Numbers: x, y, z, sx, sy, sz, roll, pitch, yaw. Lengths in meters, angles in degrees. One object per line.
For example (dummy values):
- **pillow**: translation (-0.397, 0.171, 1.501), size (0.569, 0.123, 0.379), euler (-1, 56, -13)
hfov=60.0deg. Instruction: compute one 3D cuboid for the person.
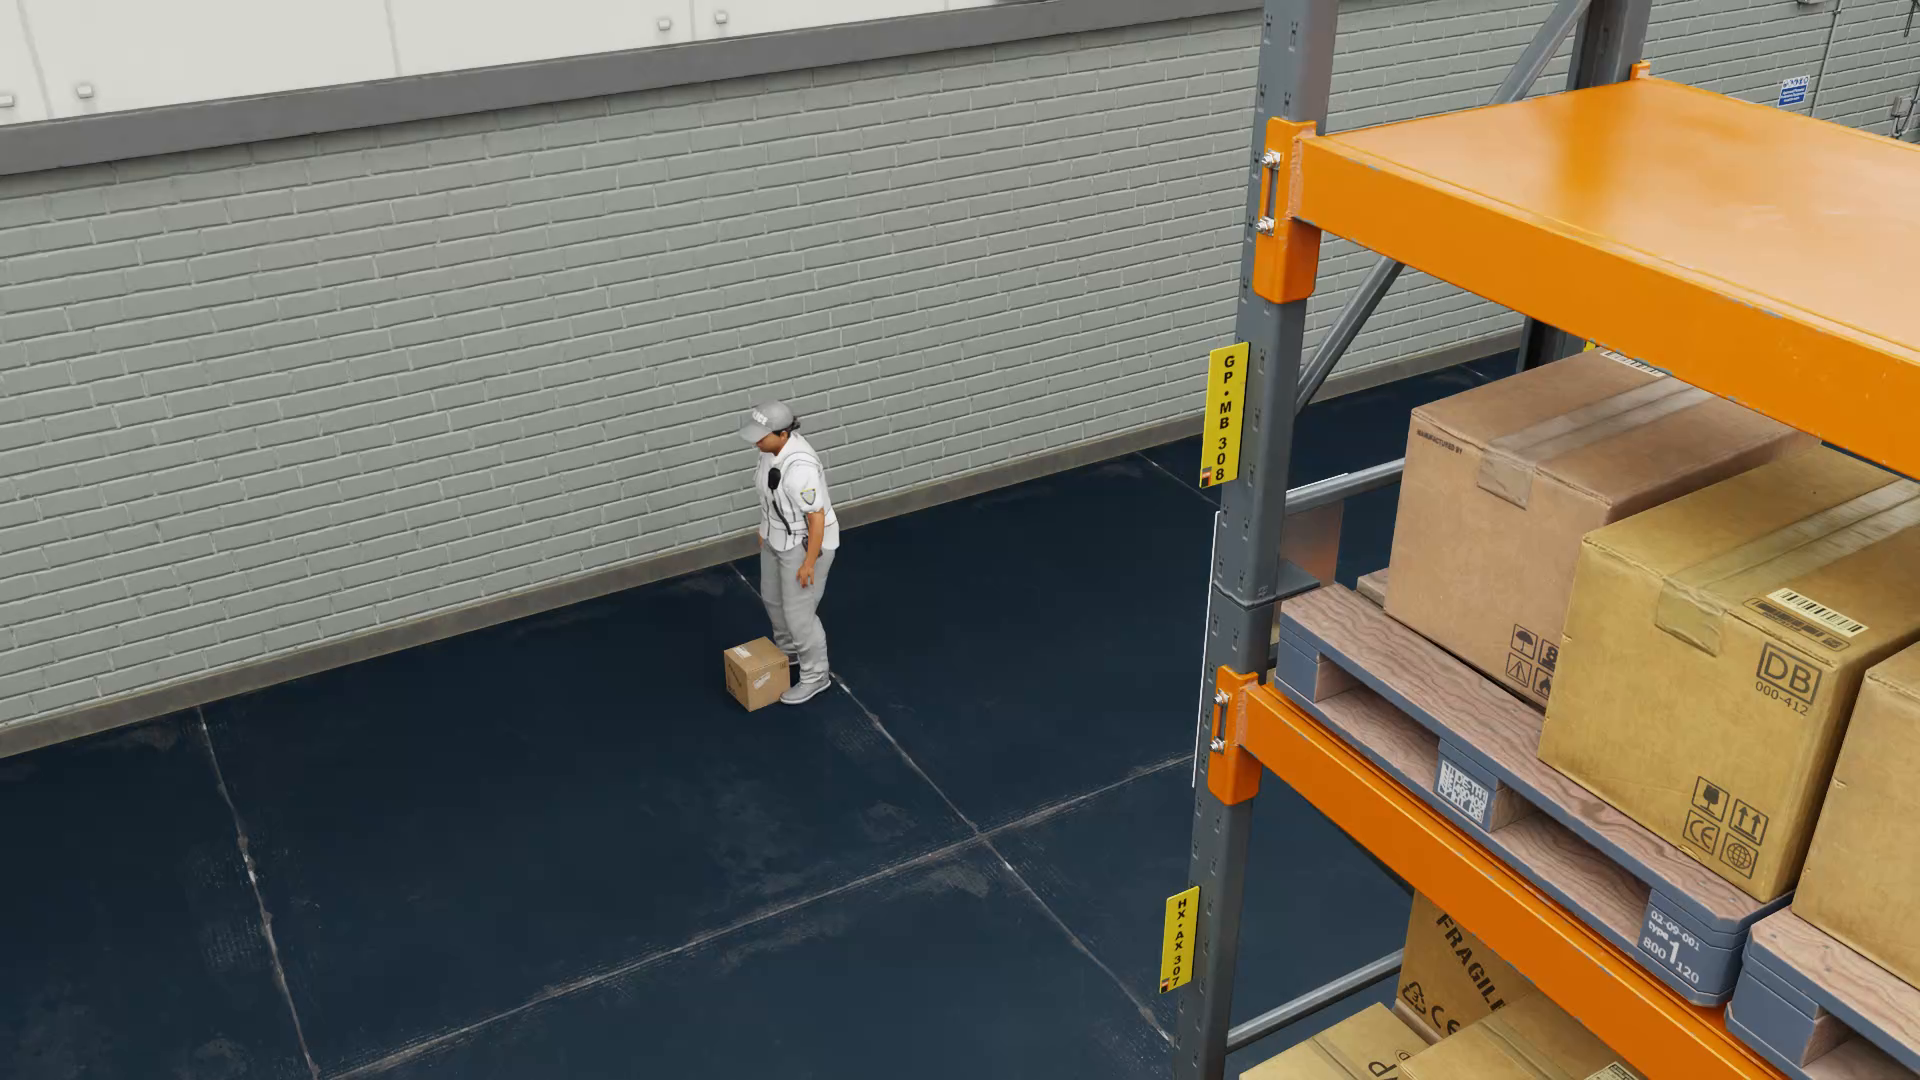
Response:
- **person**: translation (-0.880, 0.031, 8.494), size (0.472, 1.666, 0.551), euler (-17, 33, -27)
